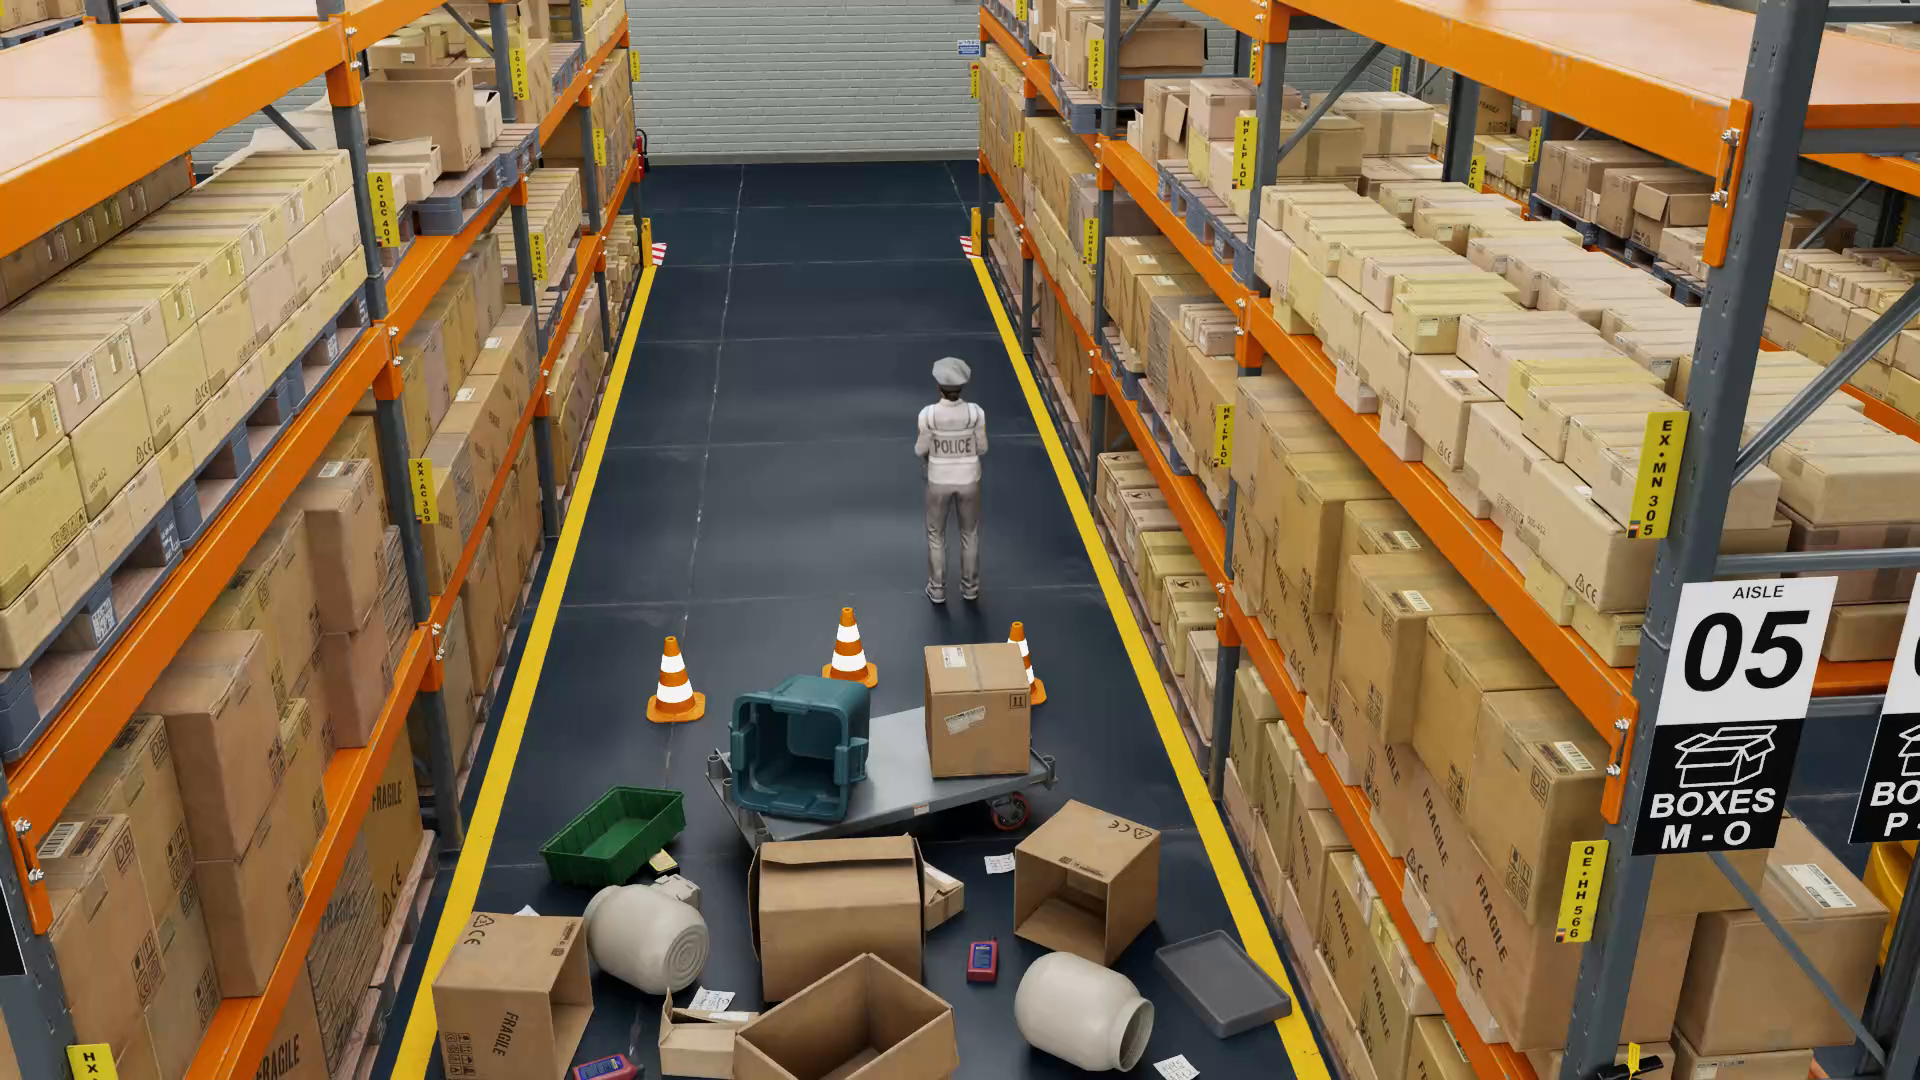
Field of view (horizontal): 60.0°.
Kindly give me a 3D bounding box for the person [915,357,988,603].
[{"bbox_3d":[-0.059,-0.412,10.991,0.479,1.692,0.529,-2,24,-5],"label":"person"}]
